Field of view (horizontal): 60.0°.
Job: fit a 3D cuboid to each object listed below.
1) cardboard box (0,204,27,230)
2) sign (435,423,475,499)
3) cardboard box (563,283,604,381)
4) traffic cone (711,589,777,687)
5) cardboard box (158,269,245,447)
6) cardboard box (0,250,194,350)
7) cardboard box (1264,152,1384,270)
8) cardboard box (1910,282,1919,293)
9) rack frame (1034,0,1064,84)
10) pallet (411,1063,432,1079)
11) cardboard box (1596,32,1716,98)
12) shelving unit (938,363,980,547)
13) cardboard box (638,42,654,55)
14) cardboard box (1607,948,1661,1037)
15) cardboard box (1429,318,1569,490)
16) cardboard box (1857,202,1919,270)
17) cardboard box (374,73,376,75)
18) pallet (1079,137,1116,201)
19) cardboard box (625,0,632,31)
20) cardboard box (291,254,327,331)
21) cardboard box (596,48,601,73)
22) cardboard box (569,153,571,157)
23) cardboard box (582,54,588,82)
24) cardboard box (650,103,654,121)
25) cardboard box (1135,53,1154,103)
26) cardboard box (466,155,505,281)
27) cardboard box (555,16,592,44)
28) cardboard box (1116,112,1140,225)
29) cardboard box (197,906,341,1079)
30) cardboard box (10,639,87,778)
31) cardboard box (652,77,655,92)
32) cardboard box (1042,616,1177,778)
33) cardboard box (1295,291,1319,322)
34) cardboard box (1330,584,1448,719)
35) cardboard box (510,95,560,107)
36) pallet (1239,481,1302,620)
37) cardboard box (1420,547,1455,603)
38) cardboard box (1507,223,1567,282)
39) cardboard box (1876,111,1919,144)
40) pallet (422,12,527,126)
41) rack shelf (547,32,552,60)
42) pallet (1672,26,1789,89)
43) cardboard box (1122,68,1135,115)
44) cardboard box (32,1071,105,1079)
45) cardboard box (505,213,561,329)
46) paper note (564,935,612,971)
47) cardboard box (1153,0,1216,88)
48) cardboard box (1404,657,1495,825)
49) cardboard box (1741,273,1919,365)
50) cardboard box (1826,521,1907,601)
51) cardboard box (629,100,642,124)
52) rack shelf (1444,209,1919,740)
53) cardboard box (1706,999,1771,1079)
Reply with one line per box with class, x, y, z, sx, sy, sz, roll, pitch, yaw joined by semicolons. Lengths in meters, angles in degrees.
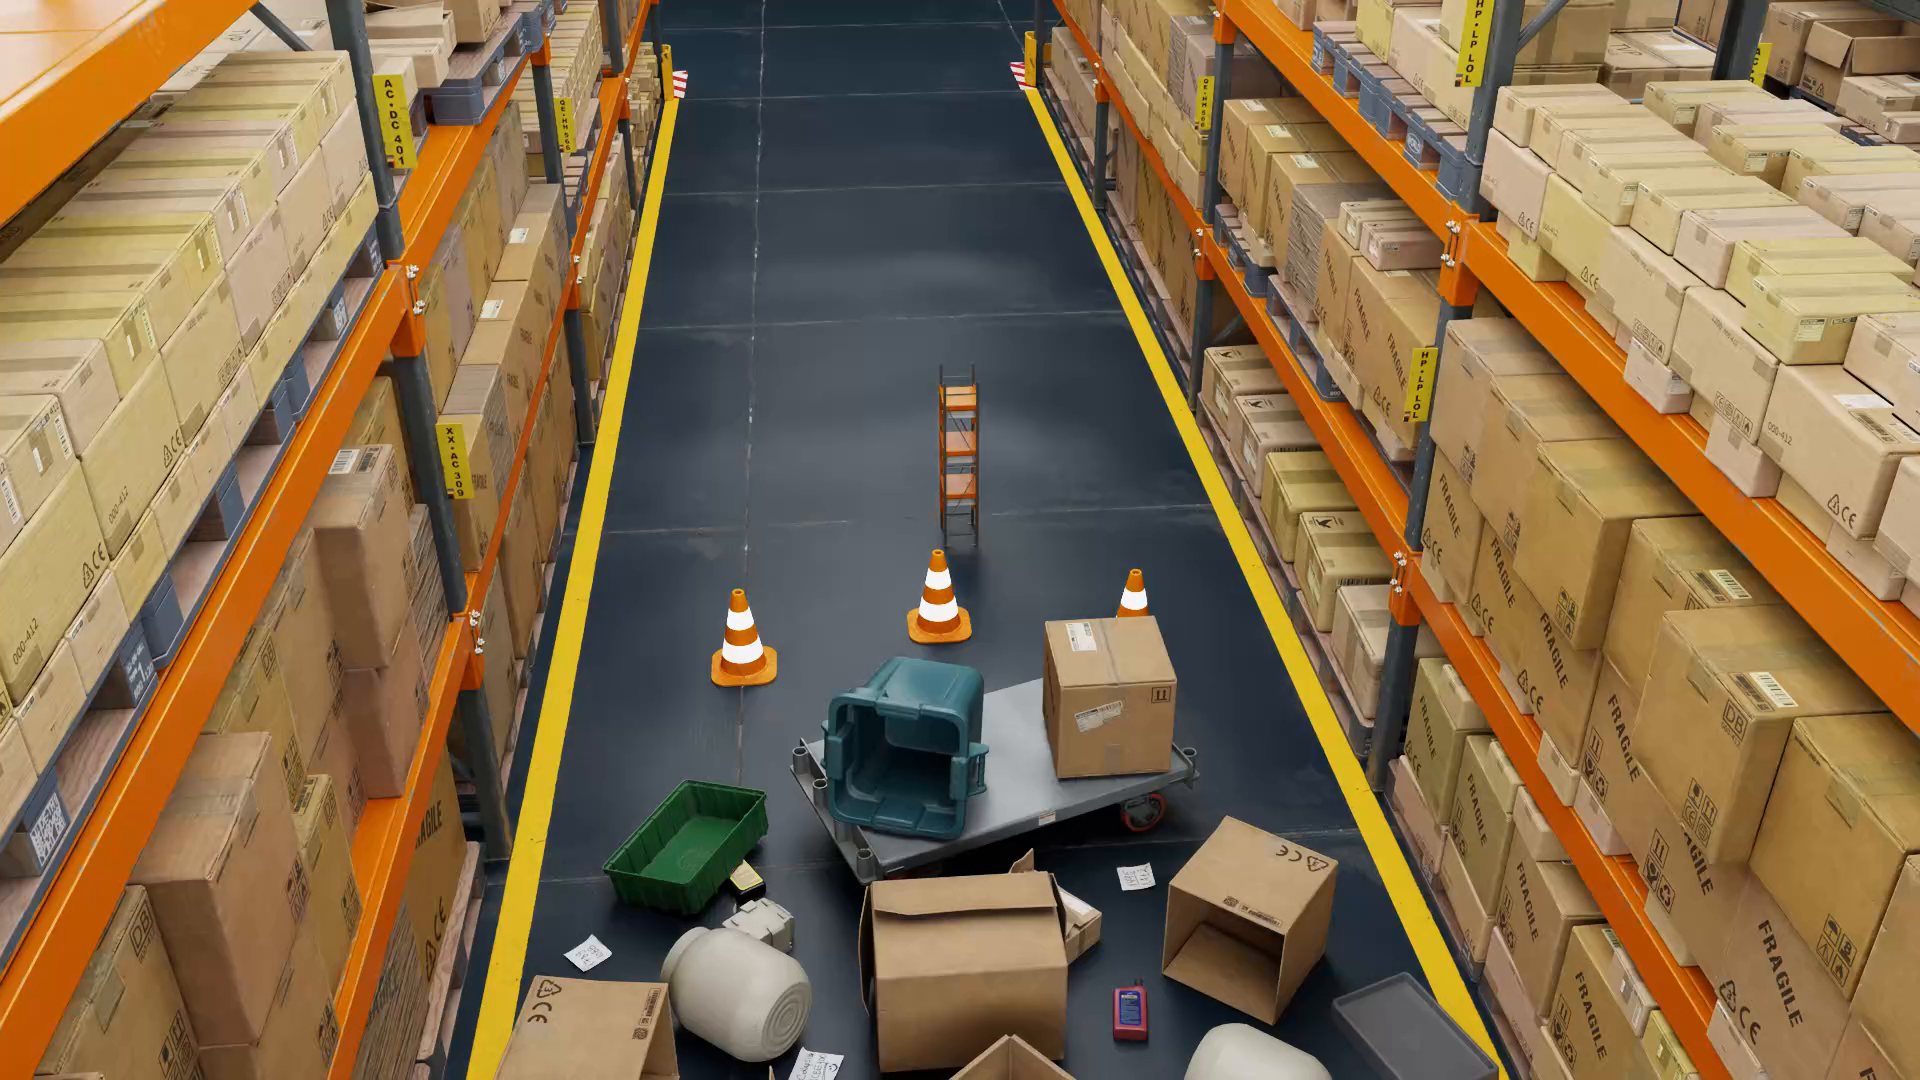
cardboard box;-2.706;-0.893;4.355;0.380;0.149;0.250;-2;31;-4
sign;-1.946;-0.303;6.410;0.100;0.325;0.005;-3;31;-5
cardboard box;-2.685;-1.392;11.184;0.500;0.500;0.500;-4;31;-7
traffic cone;-1.121;0.462;8.525;0.336;0.463;0.334;-3;31;-5
cardboard box;-2.057;-0.433;3.975;0.500;0.250;0.500;-3;31;-5
cardboard box;-1.981;-0.538;3.761;0.380;0.149;0.250;-2;31;-4
cardboard box;1.970;-1.774;8.998;0.500;0.500;0.500;-2;31;-4
cardboard box;2.873;-0.520;4.626;0.500;0.250;0.500;-2;31;-4
rack frame;1.299;-6.285;17.347;1.000;3.000;0.127;-3;31;-5
pallet;-2.389;2.344;5.620;1.003;0.211;1.213;-3;31;-5
cardboard box;2.765;-1.880;6.783;0.500;0.250;0.500;-4;31;-6
shelving unit;-0.005;-0.478;9.527;0.215;1.050;0.252;-3;31;-5
cardboard box;-3.318;-4.950;16.903;0.380;0.149;0.250;-2;31;-4
cardboard box;2.315;1.440;5.323;0.380;0.149;0.250;-1;31;-2
cardboard box;2.245;-0.523;6.338;0.700;0.500;0.500;-3;31;-5
cardboard box;2.855;-0.870;4.824;0.380;0.149;0.250;-2;31;-4
cardboard box;-2.307;-1.643;6.275;0.258;0.266;0.396;-3;31;-5
pallet;1.679;-3.438;15.300;1.003;0.211;1.213;-3;31;-5
cardboard box;-3.095;-4.642;14.209;0.500;0.500;0.500;-3;31;-5
cardboard box;-2.073;-0.711;4.828;0.380;0.149;0.250;-3;31;-4
cardboard box;-2.987;-3.701;12.856;0.380;0.149;0.250;-3;31;-4
cardboard box;-2.791;-2.635;11.072;0.380;0.149;0.250;-1;31;-2
cardboard box;-2.913;-3.427;12.108;0.380;0.149;0.250;-4;31;-7
cardboard box;-3.177;-4.176;16.187;0.380;0.149;0.250;-4;31;-7
cardboard box;1.580;-3.373;12.131;0.500;0.250;0.500;-4;31;-6
cardboard box;-2.742;-1.635;8.489;0.700;0.500;0.500;-3;31;-5
cardboard box;-2.966;-3.817;12.471;0.380;0.149;0.250;-4;31;-6
cardboard box;1.810;-3.198;13.842;0.875;0.875;0.875;-2;31;-3
cardboard box;-2.205;1.349;4.420;0.875;0.550;0.550;-3;31;-5
cardboard box;-1.885;0.321;3.100;0.380;0.149;0.250;-3;31;-4
cardboard box;-3.236;-4.559;16.539;0.380;0.149;0.250;-4;31;-7
cardboard box;0.651;0.690;7.369;0.500;0.500;0.500;-3;31;-5
cardboard box;1.994;-1.271;8.788;0.380;0.149;0.250;-2;31;-3
cardboard box;2.369;0.522;8.105;0.950;0.372;0.625;-2;31;-4
cardboard box;-2.769;-2.748;10.680;0.380;0.149;0.250;-3;31;-5
pallet;2.229;0.017;9.516;1.003;0.211;1.213;-3;31;-5
cardboard box;2.130;0.126;6.860;0.380;0.149;0.250;-3;31;-5
cardboard box;2.171;-1.031;5.871;0.380;0.149;0.250;-3;31;-5
cardboard box;6.545;-2.830;11.398;0.380;0.149;0.250;-2;31;-4
pallet;-2.652;-2.222;7.803;1.003;0.211;1.213;-1;31;-2
rack shelf;-3.059;-3.912;11.151;1.077;0.370;4.000;-3;31;-5
pallet;6.580;-3.987;13.687;1.003;0.211;1.213;-3;31;-5
cardboard box;1.533;-3.415;12.688;0.500;0.250;0.500;-3;31;-5
cardboard box;-2.121;1.453;3.193;0.875;0.550;0.550;-3;31;-5
cardboard box;-2.518;-1.483;9.210;0.500;0.500;0.500;-3;31;-5
paper note;-1.534;1.705;6.866;0.142;0.020;0.147;27;40;37
cardboard box;1.642;-3.440;11.511;0.500;0.500;0.500;-3;31;-5
cardboard box;2.206;0.834;6.969;0.500;0.500;0.500;-1;31;-2
cardboard box;2.292;-0.578;4.335;0.380;0.149;0.250;-2;31;-3
cardboard box;2.407;0.015;4.120;0.380;0.149;0.250;-3;31;-5
cardboard box;-3.101;-3.888;15.124;0.380;0.149;0.250;-2;31;-4
rack shelf;2.607;-0.116;4.796;1.077;0.370;4.000;-3;31;-5
cardboard box;2.355;1.425;4.684;0.380;0.149;0.250;-2;31;-4
